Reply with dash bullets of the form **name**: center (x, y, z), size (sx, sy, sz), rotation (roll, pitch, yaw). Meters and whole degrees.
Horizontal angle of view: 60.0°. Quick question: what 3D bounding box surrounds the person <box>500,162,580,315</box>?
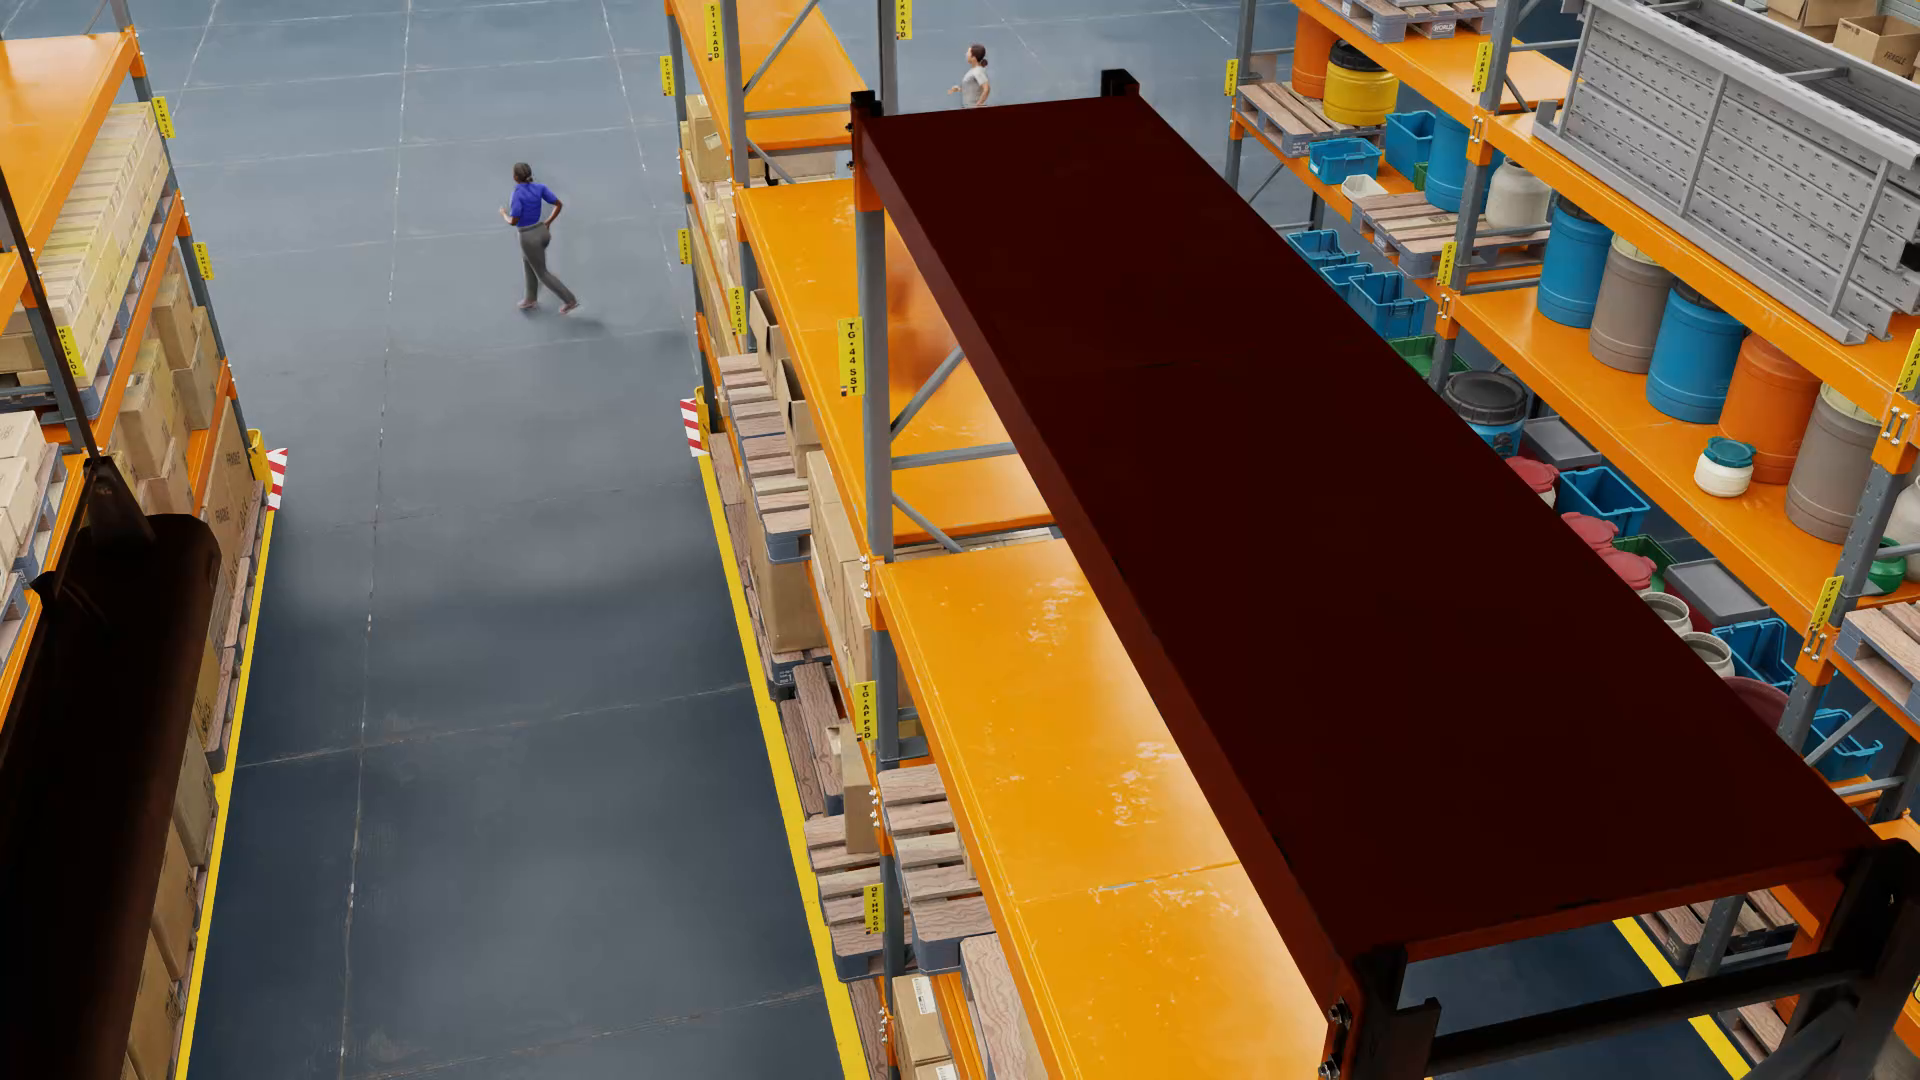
- **person**: center (-4.375, -3.051, 17.105), size (0.841, 1.677, 0.560), rotation (14, 37, 20)

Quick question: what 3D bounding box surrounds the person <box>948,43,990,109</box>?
- **person**: center (0.202, -5.168, 20.181), size (0.722, 1.710, 0.566), rotation (8, 35, 11)
